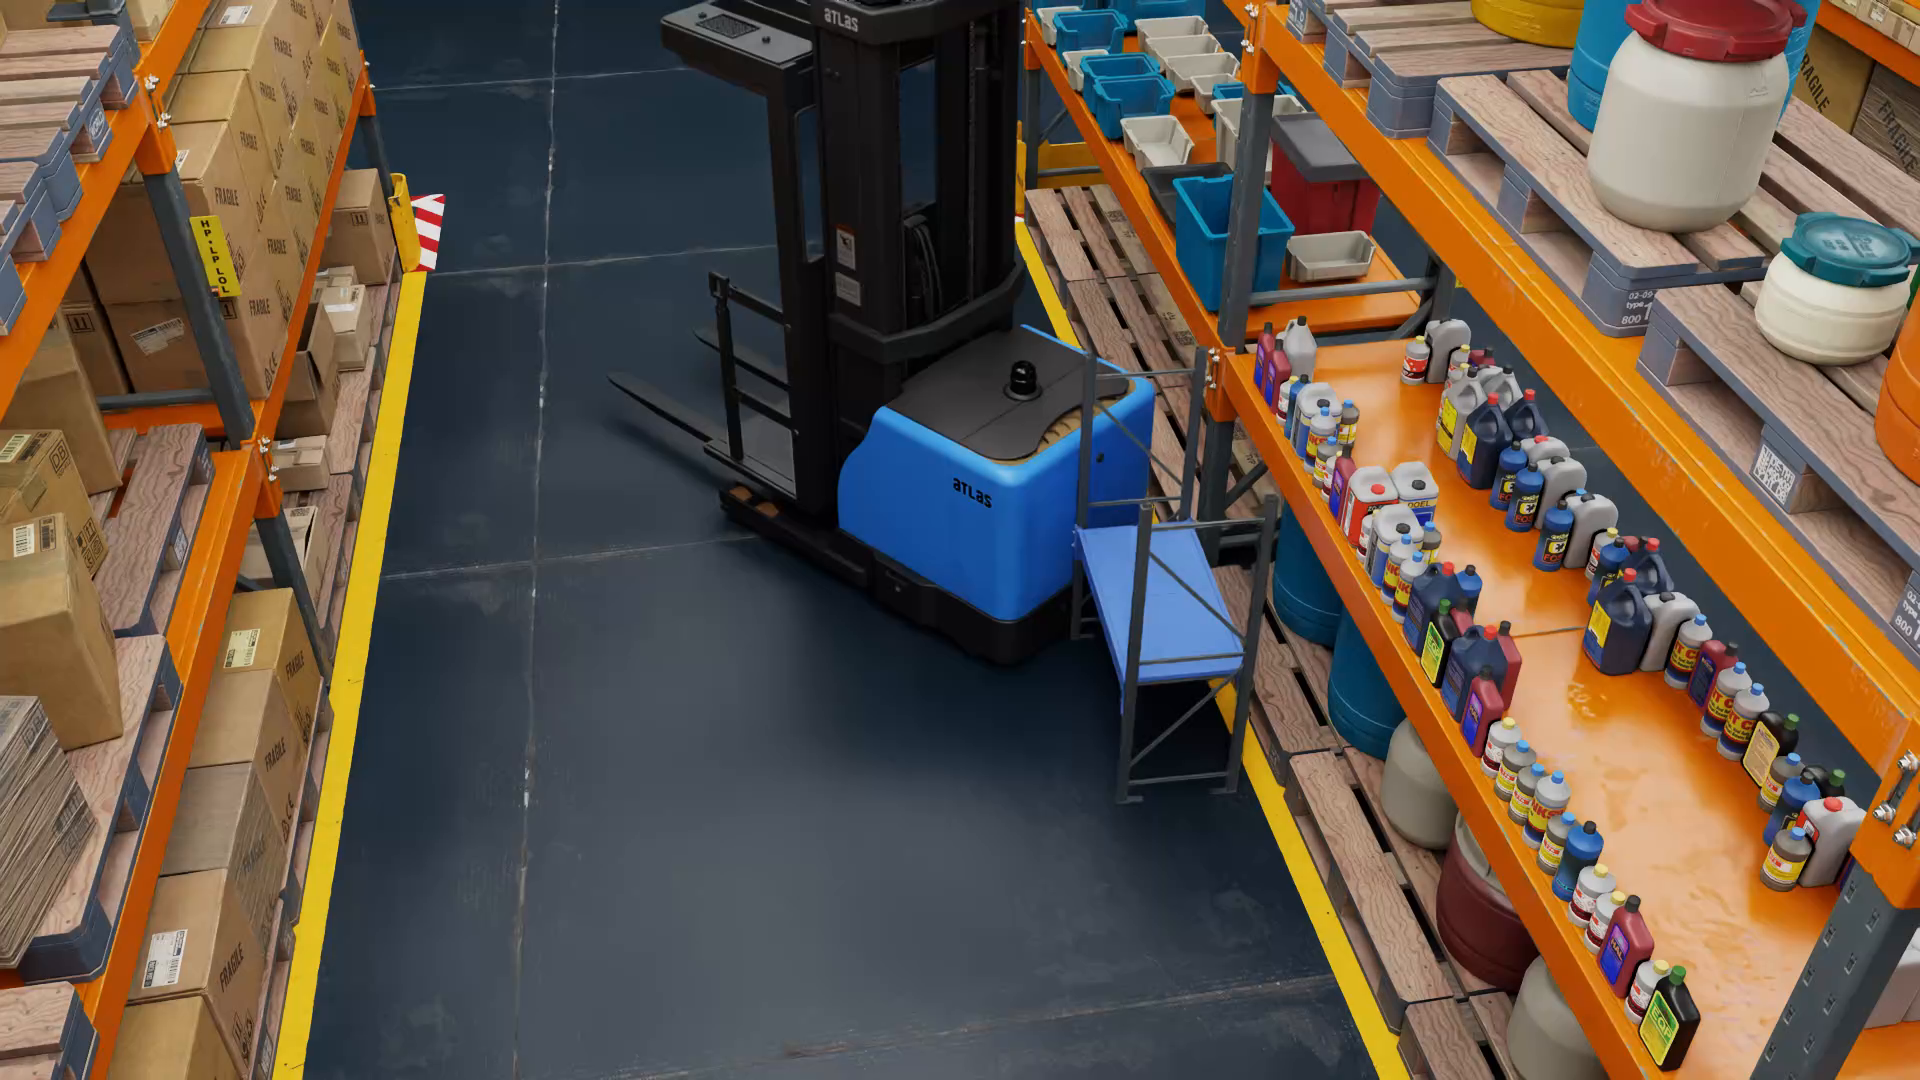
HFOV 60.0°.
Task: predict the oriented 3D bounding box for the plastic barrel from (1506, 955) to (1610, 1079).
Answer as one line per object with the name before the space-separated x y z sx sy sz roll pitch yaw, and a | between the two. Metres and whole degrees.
plastic barrel | 2.016 1.559 5.384 0.421 0.512 0.421 0 38 0

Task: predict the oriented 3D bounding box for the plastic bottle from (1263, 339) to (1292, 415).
plastic bottle | 1.272 -0.655 6.643 0.061 0.283 0.133 -6 38 -8

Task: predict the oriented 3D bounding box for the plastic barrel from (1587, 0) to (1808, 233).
plastic barrel | 1.846 -1.091 4.212 0.433 0.535 0.433 0 38 0

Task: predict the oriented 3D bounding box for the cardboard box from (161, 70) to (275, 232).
cardboard box | -3.170 -1.579 6.841 0.500 0.500 0.500 -7 38 -9

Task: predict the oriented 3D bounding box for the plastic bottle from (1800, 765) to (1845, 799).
plastic bottle | 2.488 0.752 4.832 0.061 0.283 0.133 -6 38 -8

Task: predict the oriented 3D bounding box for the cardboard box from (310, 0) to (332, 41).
cardboard box | -3.537 -2.824 8.444 0.500 0.500 0.500 -5 38 -7

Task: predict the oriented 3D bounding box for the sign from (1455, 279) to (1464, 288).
sign | 2.146 -1.216 7.045 0.100 0.325 0.005 -6 38 -8

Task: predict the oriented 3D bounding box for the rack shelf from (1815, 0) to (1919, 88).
rack shelf | 6.130 -2.505 9.516 1.077 0.370 4.000 -6 38 -8

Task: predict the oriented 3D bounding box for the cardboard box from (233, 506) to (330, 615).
cardboard box | -3.134 0.093 7.418 0.500 0.311 0.500 -6 38 -8

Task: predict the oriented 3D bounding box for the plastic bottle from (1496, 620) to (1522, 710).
plastic bottle | 1.723 0.397 5.288 0.061 0.283 0.133 -6 38 -8

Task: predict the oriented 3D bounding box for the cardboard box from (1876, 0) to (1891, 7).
cardboard box | 5.695 -3.423 9.991 0.500 0.250 0.500 -7 38 -9

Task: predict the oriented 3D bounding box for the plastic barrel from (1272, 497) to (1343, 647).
plastic barrel | 1.683 -0.055 7.144 0.600 0.901 0.708 -6 38 -8

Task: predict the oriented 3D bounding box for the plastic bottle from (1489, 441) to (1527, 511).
plastic bottle | 2.024 -0.245 6.125 0.097 0.271 0.097 0 38 0

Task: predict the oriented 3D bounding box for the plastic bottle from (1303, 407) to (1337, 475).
plastic bottle | 1.368 -0.383 6.303 0.097 0.271 0.097 0 38 0

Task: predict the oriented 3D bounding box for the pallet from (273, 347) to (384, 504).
pallet | -3.610 -0.570 8.712 1.003 0.211 1.213 -6 38 -8

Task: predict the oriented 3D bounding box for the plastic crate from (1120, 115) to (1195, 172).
plastic crate | 1.003 -1.988 8.429 0.293 0.136 0.466 -6 38 -8

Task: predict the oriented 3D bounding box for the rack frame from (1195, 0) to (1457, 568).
rack frame | 1.604 -1.049 7.055 1.000 3.000 0.127 -6 38 -8

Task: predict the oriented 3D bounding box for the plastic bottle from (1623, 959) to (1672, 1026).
plastic bottle | 1.812 1.176 4.354 0.097 0.201 0.097 0 38 0

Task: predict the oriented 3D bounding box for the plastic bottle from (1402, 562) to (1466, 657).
plastic bottle | 1.571 0.205 5.481 0.144 0.351 0.185 -6 38 -8

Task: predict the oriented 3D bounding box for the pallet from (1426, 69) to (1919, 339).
pallet | 2.039 -1.011 4.715 1.003 0.211 1.213 -6 38 -8

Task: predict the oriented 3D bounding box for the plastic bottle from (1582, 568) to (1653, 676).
plastic bottle | 2.154 0.254 5.418 0.144 0.351 0.185 -6 38 -8

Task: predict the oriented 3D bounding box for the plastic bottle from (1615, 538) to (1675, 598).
plastic bottle | 2.280 0.156 5.544 0.144 0.351 0.185 -6 38 -8

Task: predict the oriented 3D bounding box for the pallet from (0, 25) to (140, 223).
pallet | -3.228 -1.227 4.993 1.213 0.211 1.003 -6 38 -8

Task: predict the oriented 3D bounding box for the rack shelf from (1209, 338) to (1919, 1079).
rack shelf | 1.955 0.443 5.721 1.077 0.370 4.000 -6 38 -8

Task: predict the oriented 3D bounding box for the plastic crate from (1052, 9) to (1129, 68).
plastic crate | 0.737 -2.840 9.448 0.416 0.233 0.300 -6 38 -8

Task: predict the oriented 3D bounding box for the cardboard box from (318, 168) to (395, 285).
cardboard box | -3.637 -1.819 9.725 0.500 0.500 0.500 -6 38 -8

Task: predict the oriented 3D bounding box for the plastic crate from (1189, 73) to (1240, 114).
plastic crate | 1.403 -2.392 8.950 0.298 0.136 0.250 -6 38 -8

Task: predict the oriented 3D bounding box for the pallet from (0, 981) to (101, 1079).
pallet | -2.760 1.572 3.838 1.213 0.211 1.003 -6 38 -8

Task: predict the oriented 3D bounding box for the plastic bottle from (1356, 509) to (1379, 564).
plastic bottle | 1.466 -0.017 5.889 0.097 0.201 0.097 0 38 0

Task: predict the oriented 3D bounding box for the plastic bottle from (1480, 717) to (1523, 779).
plastic bottle | 1.652 0.625 5.063 0.097 0.201 0.097 0 38 0

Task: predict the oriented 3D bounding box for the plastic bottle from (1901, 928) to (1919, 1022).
plastic bottle | 2.548 1.120 4.364 0.152 0.276 0.135 -6 38 -8

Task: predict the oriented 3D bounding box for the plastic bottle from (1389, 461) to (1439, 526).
plastic bottle | 1.622 -0.136 5.981 0.152 0.276 0.135 -6 38 -8

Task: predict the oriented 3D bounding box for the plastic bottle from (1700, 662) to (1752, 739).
plastic bottle | 2.392 0.491 5.178 0.097 0.271 0.097 0 38 0

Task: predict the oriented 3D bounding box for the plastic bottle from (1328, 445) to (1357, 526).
plastic bottle | 1.404 -0.199 6.056 0.061 0.283 0.133 -6 38 -8

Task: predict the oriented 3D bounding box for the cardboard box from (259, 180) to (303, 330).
cardboard box | -3.187 -1.204 7.173 0.500 0.500 0.500 -6 38 -7

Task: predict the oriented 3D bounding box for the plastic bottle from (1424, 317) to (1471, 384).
plastic bottle | 1.991 -0.796 6.831 0.152 0.276 0.135 -6 38 -8

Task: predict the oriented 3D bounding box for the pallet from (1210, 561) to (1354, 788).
pallet | 1.698 0.523 7.305 1.003 0.211 1.213 -6 38 -8

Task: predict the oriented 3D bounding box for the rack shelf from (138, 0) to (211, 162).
rack shelf | -3.624 -2.627 7.227 1.077 0.370 4.000 -6 38 -8

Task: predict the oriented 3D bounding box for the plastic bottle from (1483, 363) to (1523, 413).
plastic bottle | 2.087 -0.509 6.401 0.144 0.351 0.185 -6 38 -8

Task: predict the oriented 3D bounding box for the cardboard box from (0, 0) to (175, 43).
cardboard box | -3.115 -1.964 5.910 0.500 0.250 0.500 -6 38 -8

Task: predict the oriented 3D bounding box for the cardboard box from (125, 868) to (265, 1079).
cardboard box | -2.647 1.472 5.489 0.500 0.500 0.500 -7 38 -9

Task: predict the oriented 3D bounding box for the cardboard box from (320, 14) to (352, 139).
cardboard box | -3.534 -2.419 8.738 0.500 0.500 0.500 -6 38 -8

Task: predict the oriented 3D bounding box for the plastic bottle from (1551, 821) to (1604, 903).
plastic bottle | 1.737 0.891 4.663 0.097 0.271 0.097 0 38 0

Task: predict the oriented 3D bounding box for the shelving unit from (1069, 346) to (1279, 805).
shelving unit | 0.816 0.146 6.739 0.538 1.500 1.048 -5 38 -6

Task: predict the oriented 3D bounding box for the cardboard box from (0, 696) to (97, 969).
cardboard box | -2.766 0.751 4.314 0.700 0.500 0.500 0 38 1

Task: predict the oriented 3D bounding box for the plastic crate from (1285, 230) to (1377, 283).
plastic crate | 1.663 -1.265 7.499 0.396 0.136 0.243 -6 38 -8

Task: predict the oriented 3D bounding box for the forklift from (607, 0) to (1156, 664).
forklift | -0.553 -1.390 7.550 3.031 2.935 1.130 29 46 32

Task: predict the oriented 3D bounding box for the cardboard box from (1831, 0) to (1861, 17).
cardboard box | 5.608 -3.339 10.207 0.380 0.149 0.250 -7 38 -9

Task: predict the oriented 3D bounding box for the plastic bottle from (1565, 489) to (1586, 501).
plastic bottle | 2.215 -0.093 5.987 0.097 0.201 0.097 0 38 0
